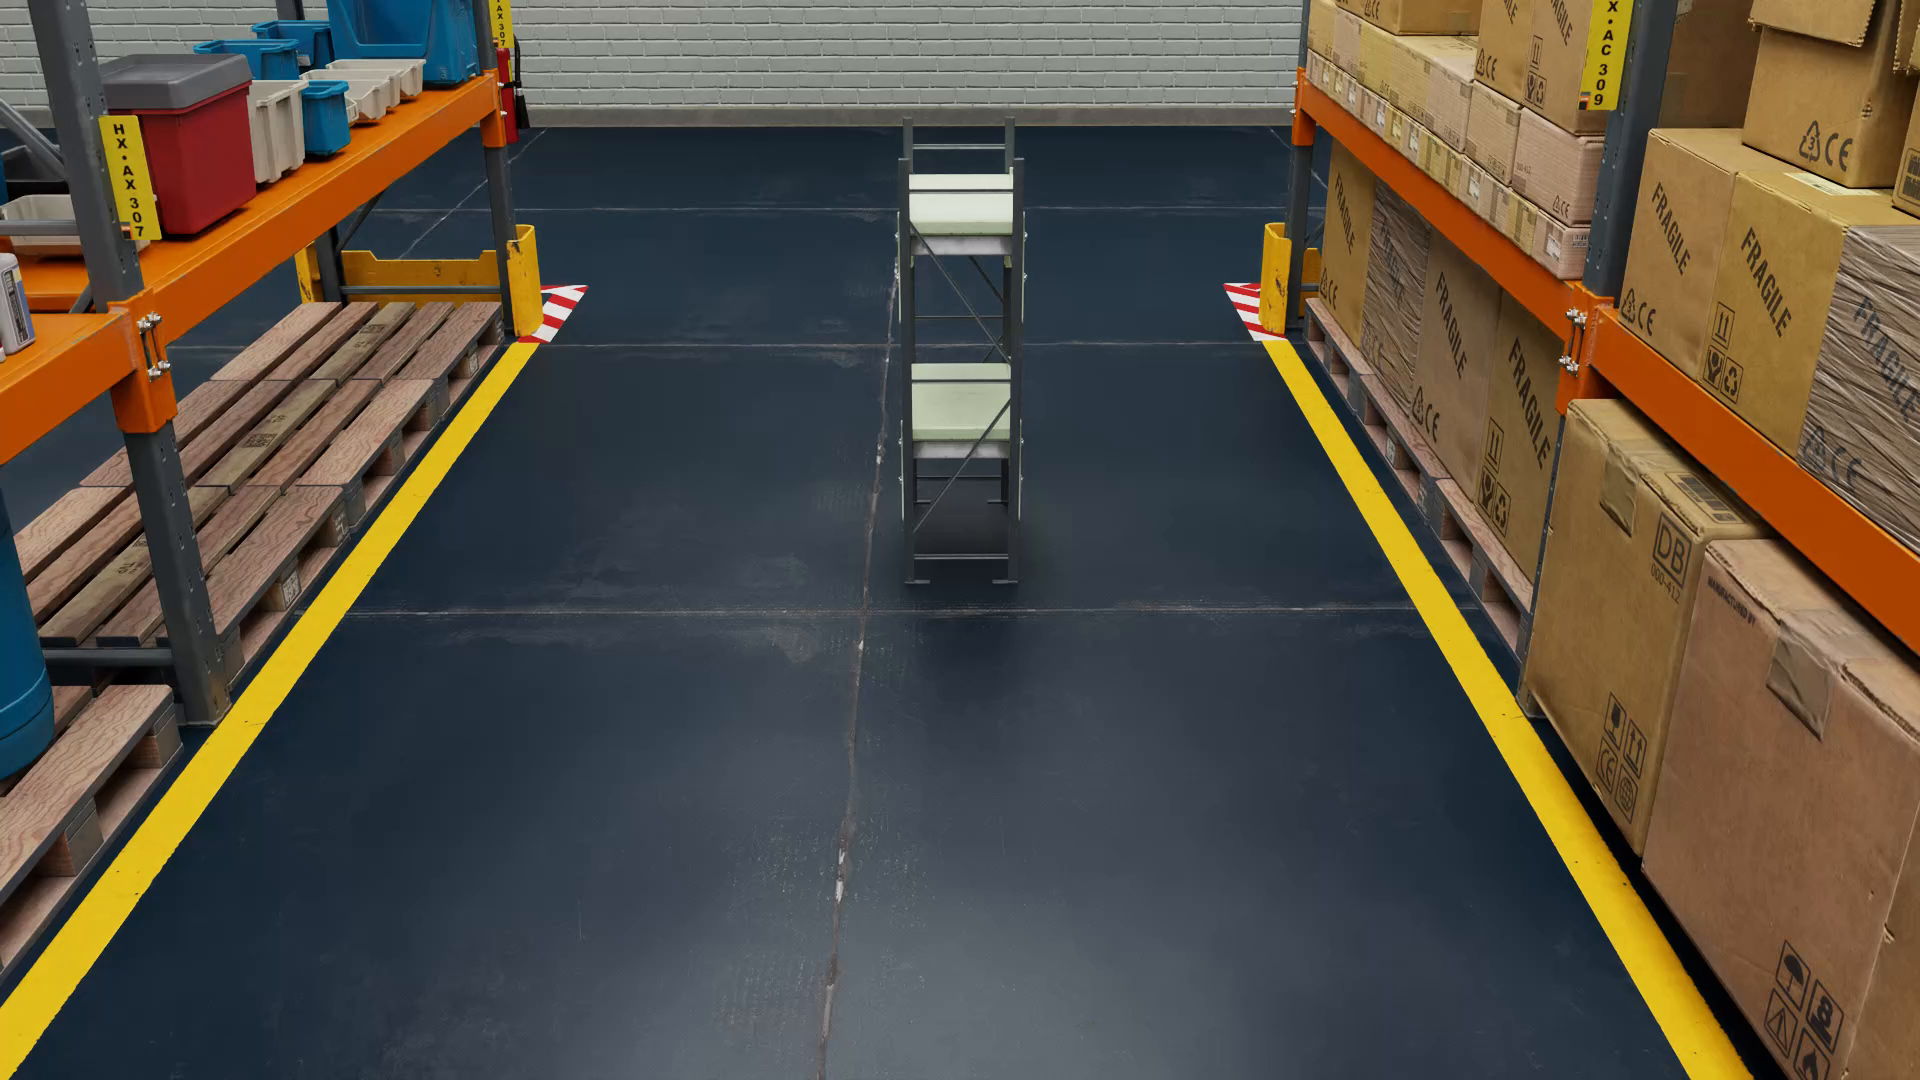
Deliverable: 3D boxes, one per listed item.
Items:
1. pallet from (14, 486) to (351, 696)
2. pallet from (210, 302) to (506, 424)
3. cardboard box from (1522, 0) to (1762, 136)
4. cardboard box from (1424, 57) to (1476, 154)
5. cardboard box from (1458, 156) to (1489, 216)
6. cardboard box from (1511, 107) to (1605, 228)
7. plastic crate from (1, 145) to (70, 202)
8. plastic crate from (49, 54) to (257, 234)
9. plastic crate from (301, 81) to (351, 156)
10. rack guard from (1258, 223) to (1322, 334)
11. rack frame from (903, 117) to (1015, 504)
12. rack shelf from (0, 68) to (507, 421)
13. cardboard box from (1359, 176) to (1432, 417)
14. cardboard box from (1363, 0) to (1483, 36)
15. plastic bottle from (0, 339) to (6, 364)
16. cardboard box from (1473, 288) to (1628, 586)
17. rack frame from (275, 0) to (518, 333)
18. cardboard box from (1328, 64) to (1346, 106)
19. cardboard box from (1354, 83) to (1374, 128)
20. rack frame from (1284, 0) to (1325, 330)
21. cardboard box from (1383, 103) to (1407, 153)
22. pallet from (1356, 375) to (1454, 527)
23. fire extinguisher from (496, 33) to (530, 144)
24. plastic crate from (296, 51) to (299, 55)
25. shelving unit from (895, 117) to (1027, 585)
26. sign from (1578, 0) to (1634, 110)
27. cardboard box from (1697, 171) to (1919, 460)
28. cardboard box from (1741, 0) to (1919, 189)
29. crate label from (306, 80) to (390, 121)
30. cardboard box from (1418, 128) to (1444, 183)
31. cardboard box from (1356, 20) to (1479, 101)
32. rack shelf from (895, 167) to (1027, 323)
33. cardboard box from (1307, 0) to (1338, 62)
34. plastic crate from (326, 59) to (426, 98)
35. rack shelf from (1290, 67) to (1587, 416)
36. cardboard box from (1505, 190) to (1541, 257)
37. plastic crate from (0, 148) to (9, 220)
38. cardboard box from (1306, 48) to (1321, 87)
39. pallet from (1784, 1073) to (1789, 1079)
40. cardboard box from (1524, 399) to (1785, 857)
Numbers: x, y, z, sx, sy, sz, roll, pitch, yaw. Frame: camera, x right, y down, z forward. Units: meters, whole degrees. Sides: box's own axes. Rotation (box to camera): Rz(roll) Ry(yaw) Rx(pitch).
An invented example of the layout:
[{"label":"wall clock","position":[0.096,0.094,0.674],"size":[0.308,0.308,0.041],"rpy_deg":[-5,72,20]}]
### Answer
[{"label":"pallet","position":[-2.781,0.144,5.674],"size":[1.003,0.211,1.213],"rpy_deg":[0,24,-1]},{"label":"pallet","position":[-2.807,-0.861,7.897],"size":[1.003,0.211,1.213],"rpy_deg":[0,24,-1]},{"label":"cardboard box","position":[1.946,-1.443,4.711],"size":[0.500,0.500,0.500],"rpy_deg":[0,24,1]},{"label":"cardboard box","position":[1.938,-1.517,5.785],"size":[0.500,0.250,0.500],"rpy_deg":[0,24,1]},{"label":"cardboard box","position":[1.879,-1.173,5.509],"size":[0.380,0.149,0.250],"rpy_deg":[0,24,0]},{"label":"cardboard box","position":[1.951,-1.093,4.849],"size":[0.500,0.250,0.500],"rpy_deg":[-1,24,-2]},{"label":"plastic crate","position":[-3.015,-1.185,5.492],"size":[0.437,0.125,0.590],"rpy_deg":[0,24,-1]},{"label":"plastic crate","position":[-2.493,-1.249,5.221],"size":[0.402,0.464,0.583],"rpy_deg":[0,24,-1]},{"label":"plastic crate","position":[-2.499,-1.577,6.228],"size":[0.416,0.233,0.300],"rpy_deg":[0,24,-1]},{"label":"rack guard","position":[2.175,-1.365,8.661],"size":[1.175,0.500,0.348],"rpy_deg":[0,24,-1]},{"label":"rack frame","position":[-0.004,-0.831,6.268],"size":[0.400,1.500,0.023],"rpy_deg":[0,24,-1]},{"label":"rack shelf","position":[-2.756,-1.320,6.401],"size":[1.077,0.370,4.000],"rpy_deg":[0,24,-1]},{"label":"cardboard box","position":[2.272,-1.079,7.064],"size":[0.875,0.875,0.875],"rpy_deg":[0,24,-1]},{"label":"cardboard box","position":[1.927,-2.284,6.571],"size":[0.500,0.500,0.500],"rpy_deg":[-1,24,-2]},{"label":"plastic bottle","position":[-2.378,-0.524,4.010],"size":[0.097,0.201,0.097],"rpy_deg":[0,24,0]},{"label":"cardboard box","position":[2.292,-0.341,5.433],"size":[0.875,0.875,0.875],"rpy_deg":[0,24,-1]},{"label":"rack frame","position":[-2.778,-2.472,8.075],"size":[1.000,3.000,0.127],"rpy_deg":[0,24,-1]},{"label":"cardboard box","position":[1.856,-2.020,7.382],"size":[0.380,0.149,0.250],"rpy_deg":[-1,24,-2]},{"label":"cardboard box","position":[1.862,-1.808,6.913],"size":[0.380,0.149,0.250],"rpy_deg":[-1,24,-2]},{"label":"rack frame","position":[2.175,-2.494,8.124],"size":[1.000,3.000,0.127],"rpy_deg":[0,24,-1]},{"label":"cardboard box","position":[1.867,-1.598,6.447],"size":[0.380,0.149,0.250],"rpy_deg":[-1,24,-2]},{"label":"pallet","position":[2.272,-0.393,6.862],"size":[1.003,0.211,1.213],"rpy_deg":[0,24,-1]},{"label":"fire extinguisher","position":[-2.325,-2.331,8.309],"size":[0.296,0.674,0.183],"rpy_deg":[0,24,-1]},{"label":"plastic crate","position":[-3.183,-2.143,7.595],"size":[0.250,0.136,0.298],"rpy_deg":[0,24,-1]},{"label":"shelving unit","position":[0.000,-0.681,5.935],"size":[0.431,1.500,0.755],"rpy_deg":[0,24,-1]},{"label":"sign","position":[1.664,-1.273,4.278],"size":[0.100,0.325,0.005],"rpy_deg":[0,24,-1]},{"label":"cardboard box","position":[1.980,-0.493,3.579],"size":[0.500,0.500,0.500],"rpy_deg":[0,24,0]},{"label":"cardboard box","position":[2.234,-1.085,3.670],"size":[0.797,0.503,0.637],"rpy_deg":[-1,24,-2]},{"label":"crate label","position":[-2.571,-1.809,6.858],"size":[0.396,0.136,0.243],"rpy_deg":[0,24,-1]},{"label":"cardboard box","position":[1.873,-1.385,5.977],"size":[0.380,0.149,0.250],"rpy_deg":[-1,24,-1]},{"label":"cardboard box","position":[1.925,-1.941,6.722],"size":[0.500,0.250,0.500],"rpy_deg":[-1,24,-2]},{"label":"rack shelf","position":[0.000,-1.036,5.774],"size":[0.431,0.370,0.720],"rpy_deg":[0,24,-1]},{"label":"cardboard box","position":[1.910,-2.362,7.653],"size":[0.500,0.250,0.500],"rpy_deg":[-1,24,-2]},{"label":"plastic crate","position":[-2.588,-2.043,7.375],"size":[0.396,0.136,0.243],"rpy_deg":[0,24,-1]},{"label":"rack shelf","position":[2.197,-1.342,6.450],"size":[1.077,0.370,4.000],"rpy_deg":[0,24,-1]},{"label":"cardboard box","position":[1.885,-0.962,5.041],"size":[0.380,0.149,0.250],"rpy_deg":[0,24,0]},{"label":"plastic crate","position":[-3.080,-1.034,4.843],"size":[0.392,0.384,0.575],"rpy_deg":[0,24,-1]},{"label":"cardboard box","position":[1.849,-2.232,7.849],"size":[0.380,0.149,0.250],"rpy_deg":[0,24,0]},{"label":"pallet","position":[2.319,1.247,3.238],"size":[1.003,0.211,1.213],"rpy_deg":[0,24,-1]},{"label":"cardboard box","position":[2.246,0.195,4.248],"size":[1.225,0.875,0.875],"rpy_deg":[0,24,0]}]
